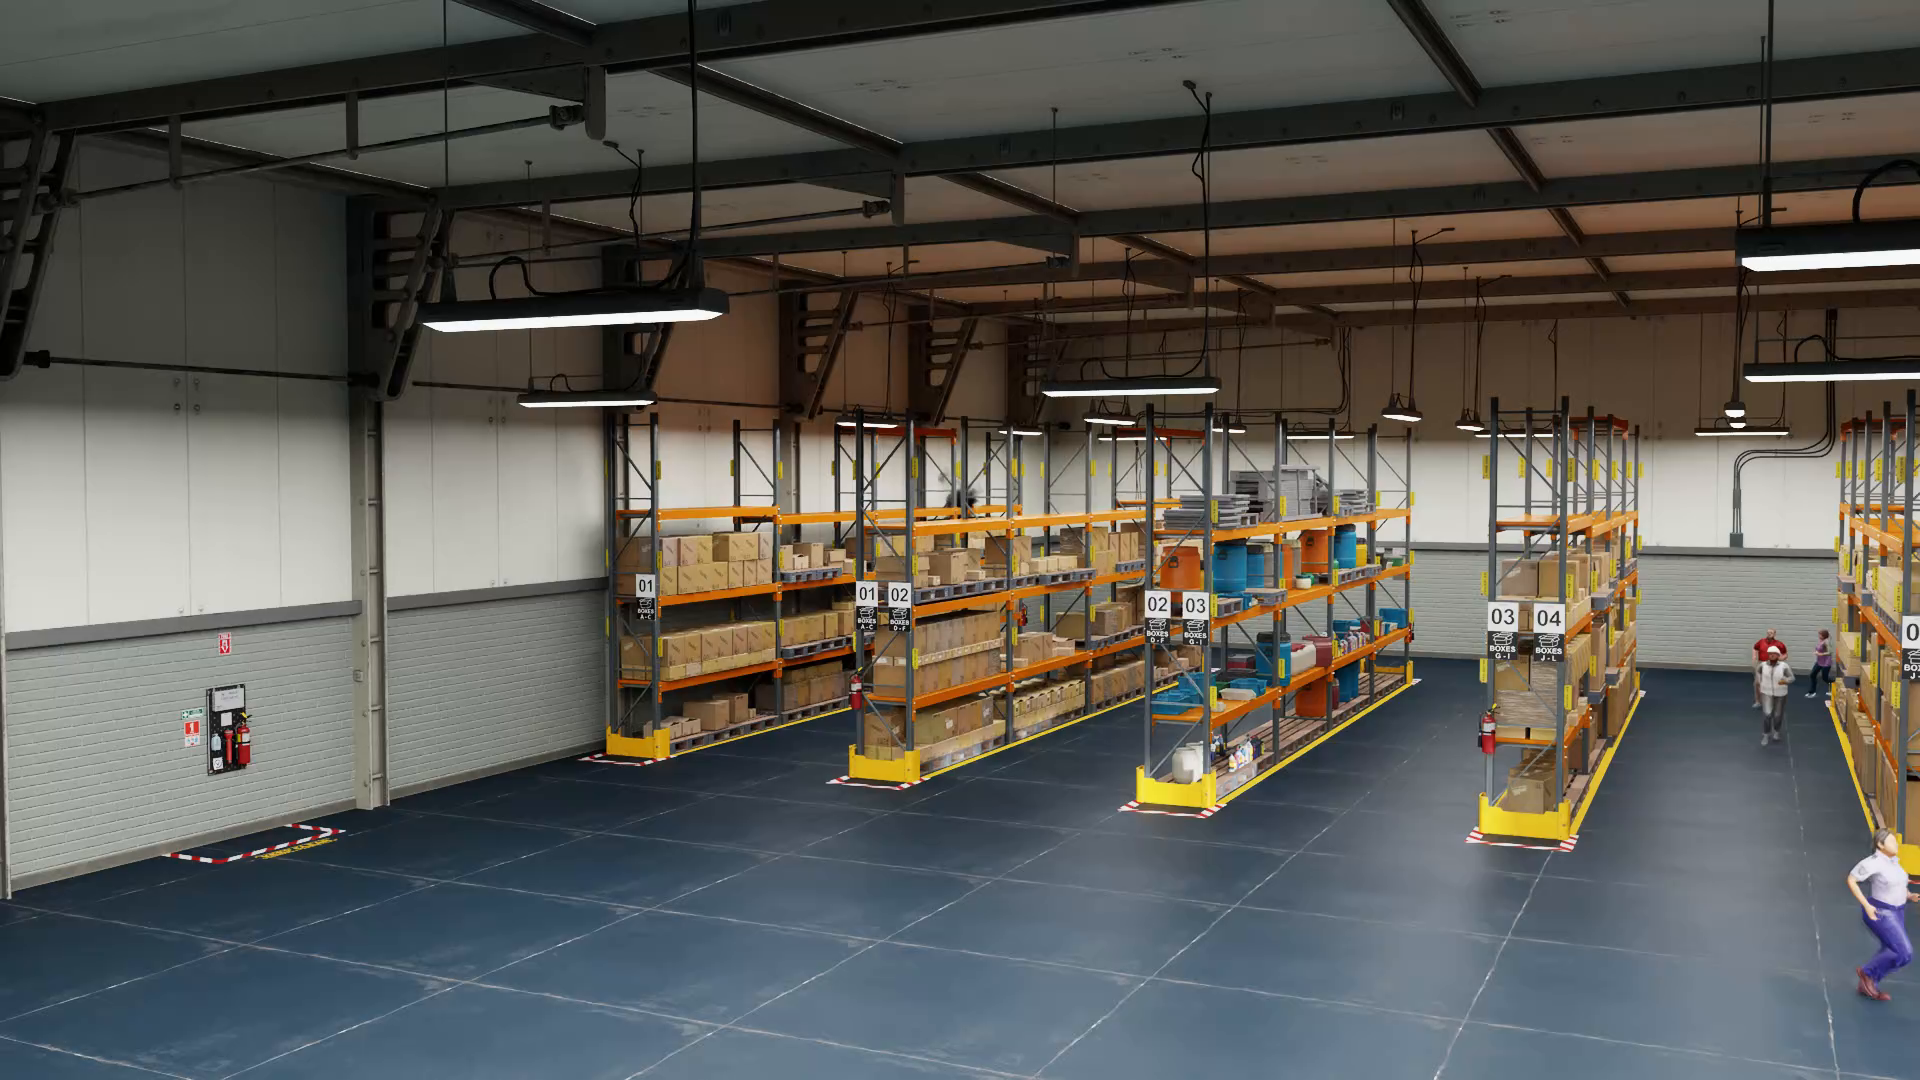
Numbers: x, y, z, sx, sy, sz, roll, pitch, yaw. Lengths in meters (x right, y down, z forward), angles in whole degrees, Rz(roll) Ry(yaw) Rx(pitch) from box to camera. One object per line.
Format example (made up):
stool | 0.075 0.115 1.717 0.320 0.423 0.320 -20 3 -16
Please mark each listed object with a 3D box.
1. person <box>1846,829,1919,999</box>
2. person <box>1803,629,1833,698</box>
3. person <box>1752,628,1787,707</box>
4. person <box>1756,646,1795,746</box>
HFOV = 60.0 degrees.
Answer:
person | 8.725 3.533 15.613 0.592 1.609 0.583 -2 3 -38
person | 18.899 2.731 36.265 0.722 1.595 0.674 0 2 5
person | 17.097 2.698 35.167 0.696 1.671 0.655 2 3 43
person | 14.867 2.841 30.328 0.651 1.828 0.788 1 3 28
